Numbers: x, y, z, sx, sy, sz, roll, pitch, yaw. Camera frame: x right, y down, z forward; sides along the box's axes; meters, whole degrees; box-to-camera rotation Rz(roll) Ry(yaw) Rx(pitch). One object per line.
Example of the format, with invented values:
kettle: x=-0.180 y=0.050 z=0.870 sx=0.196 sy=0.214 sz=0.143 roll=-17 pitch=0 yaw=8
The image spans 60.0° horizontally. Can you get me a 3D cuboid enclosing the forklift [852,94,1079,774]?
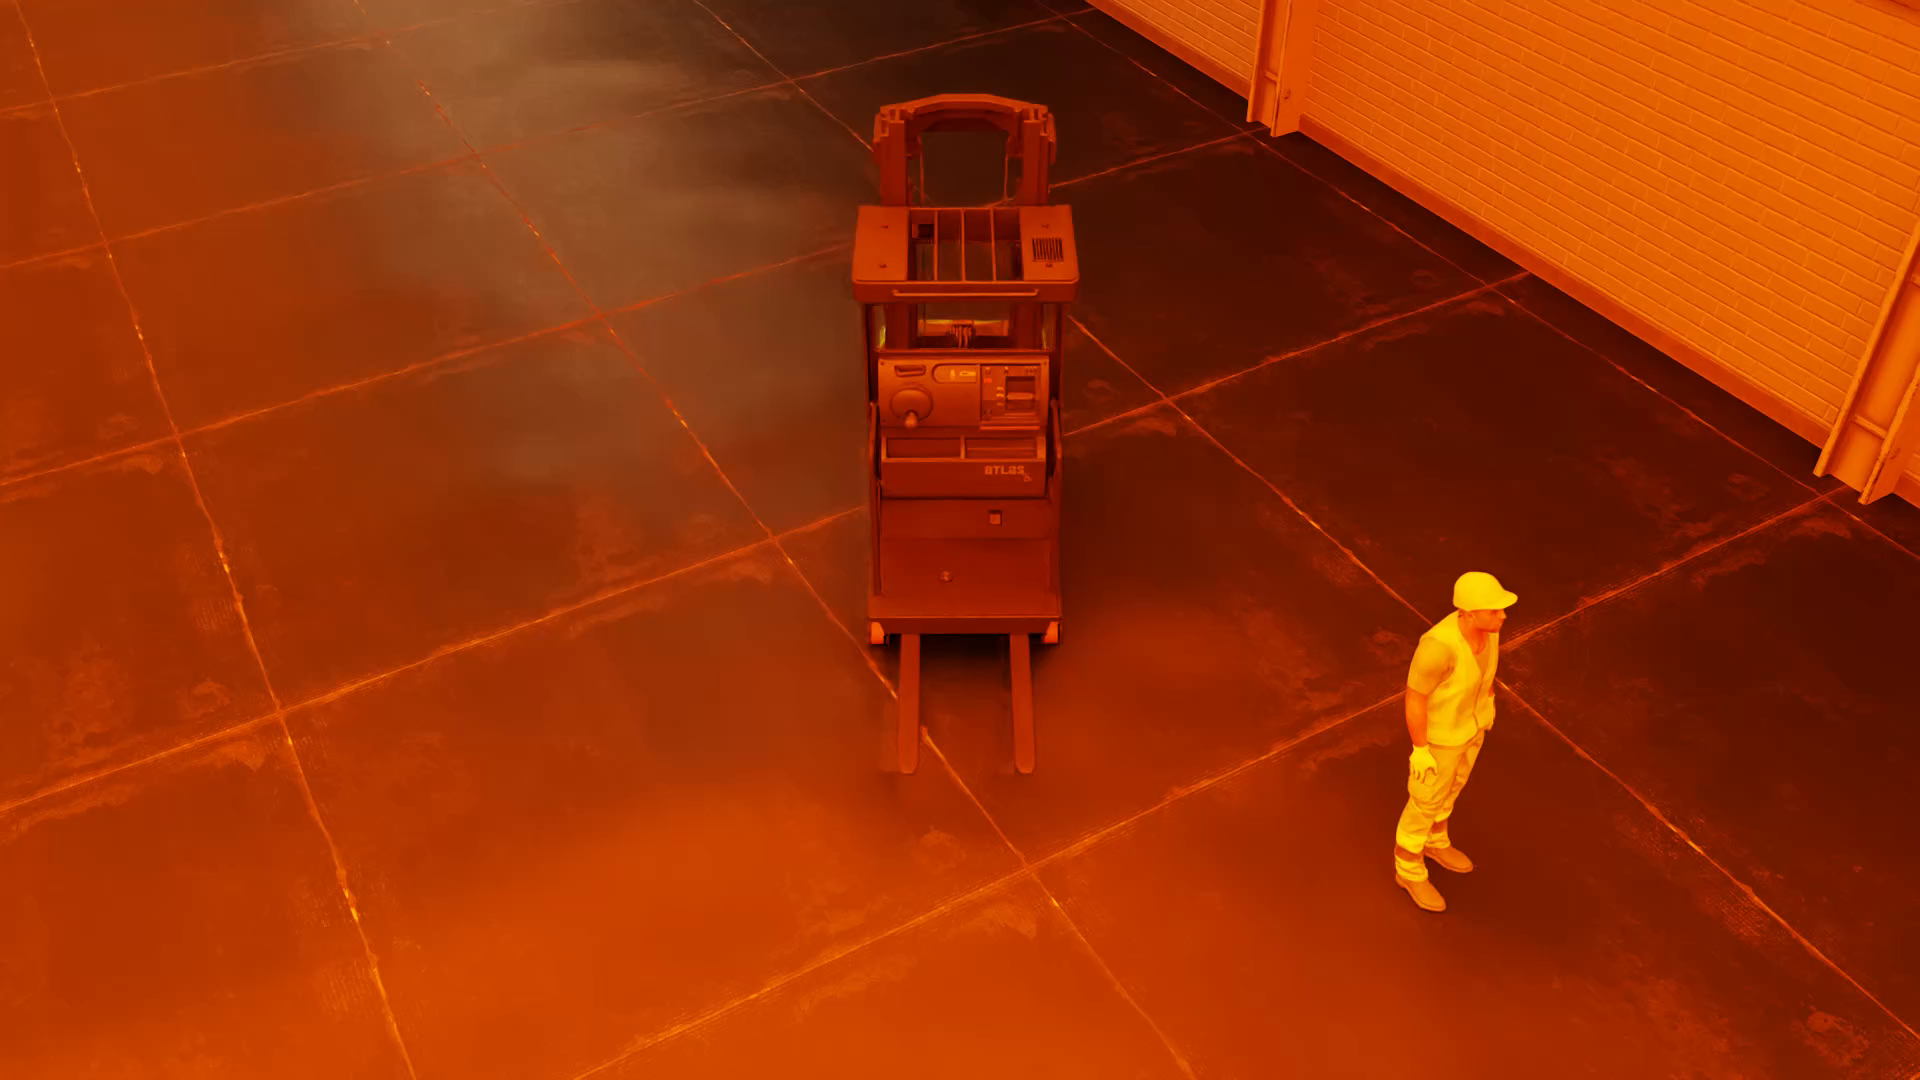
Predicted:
forklift: x=0.024 y=-0.727 z=8.913 sx=1.130 sy=2.935 sz=3.031 roll=0 pitch=40 yaw=0

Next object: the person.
person: x=2.353 y=0.922 z=7.818 sx=0.635 sy=1.795 sz=0.522 roll=-29 pitch=48 yaw=-31
